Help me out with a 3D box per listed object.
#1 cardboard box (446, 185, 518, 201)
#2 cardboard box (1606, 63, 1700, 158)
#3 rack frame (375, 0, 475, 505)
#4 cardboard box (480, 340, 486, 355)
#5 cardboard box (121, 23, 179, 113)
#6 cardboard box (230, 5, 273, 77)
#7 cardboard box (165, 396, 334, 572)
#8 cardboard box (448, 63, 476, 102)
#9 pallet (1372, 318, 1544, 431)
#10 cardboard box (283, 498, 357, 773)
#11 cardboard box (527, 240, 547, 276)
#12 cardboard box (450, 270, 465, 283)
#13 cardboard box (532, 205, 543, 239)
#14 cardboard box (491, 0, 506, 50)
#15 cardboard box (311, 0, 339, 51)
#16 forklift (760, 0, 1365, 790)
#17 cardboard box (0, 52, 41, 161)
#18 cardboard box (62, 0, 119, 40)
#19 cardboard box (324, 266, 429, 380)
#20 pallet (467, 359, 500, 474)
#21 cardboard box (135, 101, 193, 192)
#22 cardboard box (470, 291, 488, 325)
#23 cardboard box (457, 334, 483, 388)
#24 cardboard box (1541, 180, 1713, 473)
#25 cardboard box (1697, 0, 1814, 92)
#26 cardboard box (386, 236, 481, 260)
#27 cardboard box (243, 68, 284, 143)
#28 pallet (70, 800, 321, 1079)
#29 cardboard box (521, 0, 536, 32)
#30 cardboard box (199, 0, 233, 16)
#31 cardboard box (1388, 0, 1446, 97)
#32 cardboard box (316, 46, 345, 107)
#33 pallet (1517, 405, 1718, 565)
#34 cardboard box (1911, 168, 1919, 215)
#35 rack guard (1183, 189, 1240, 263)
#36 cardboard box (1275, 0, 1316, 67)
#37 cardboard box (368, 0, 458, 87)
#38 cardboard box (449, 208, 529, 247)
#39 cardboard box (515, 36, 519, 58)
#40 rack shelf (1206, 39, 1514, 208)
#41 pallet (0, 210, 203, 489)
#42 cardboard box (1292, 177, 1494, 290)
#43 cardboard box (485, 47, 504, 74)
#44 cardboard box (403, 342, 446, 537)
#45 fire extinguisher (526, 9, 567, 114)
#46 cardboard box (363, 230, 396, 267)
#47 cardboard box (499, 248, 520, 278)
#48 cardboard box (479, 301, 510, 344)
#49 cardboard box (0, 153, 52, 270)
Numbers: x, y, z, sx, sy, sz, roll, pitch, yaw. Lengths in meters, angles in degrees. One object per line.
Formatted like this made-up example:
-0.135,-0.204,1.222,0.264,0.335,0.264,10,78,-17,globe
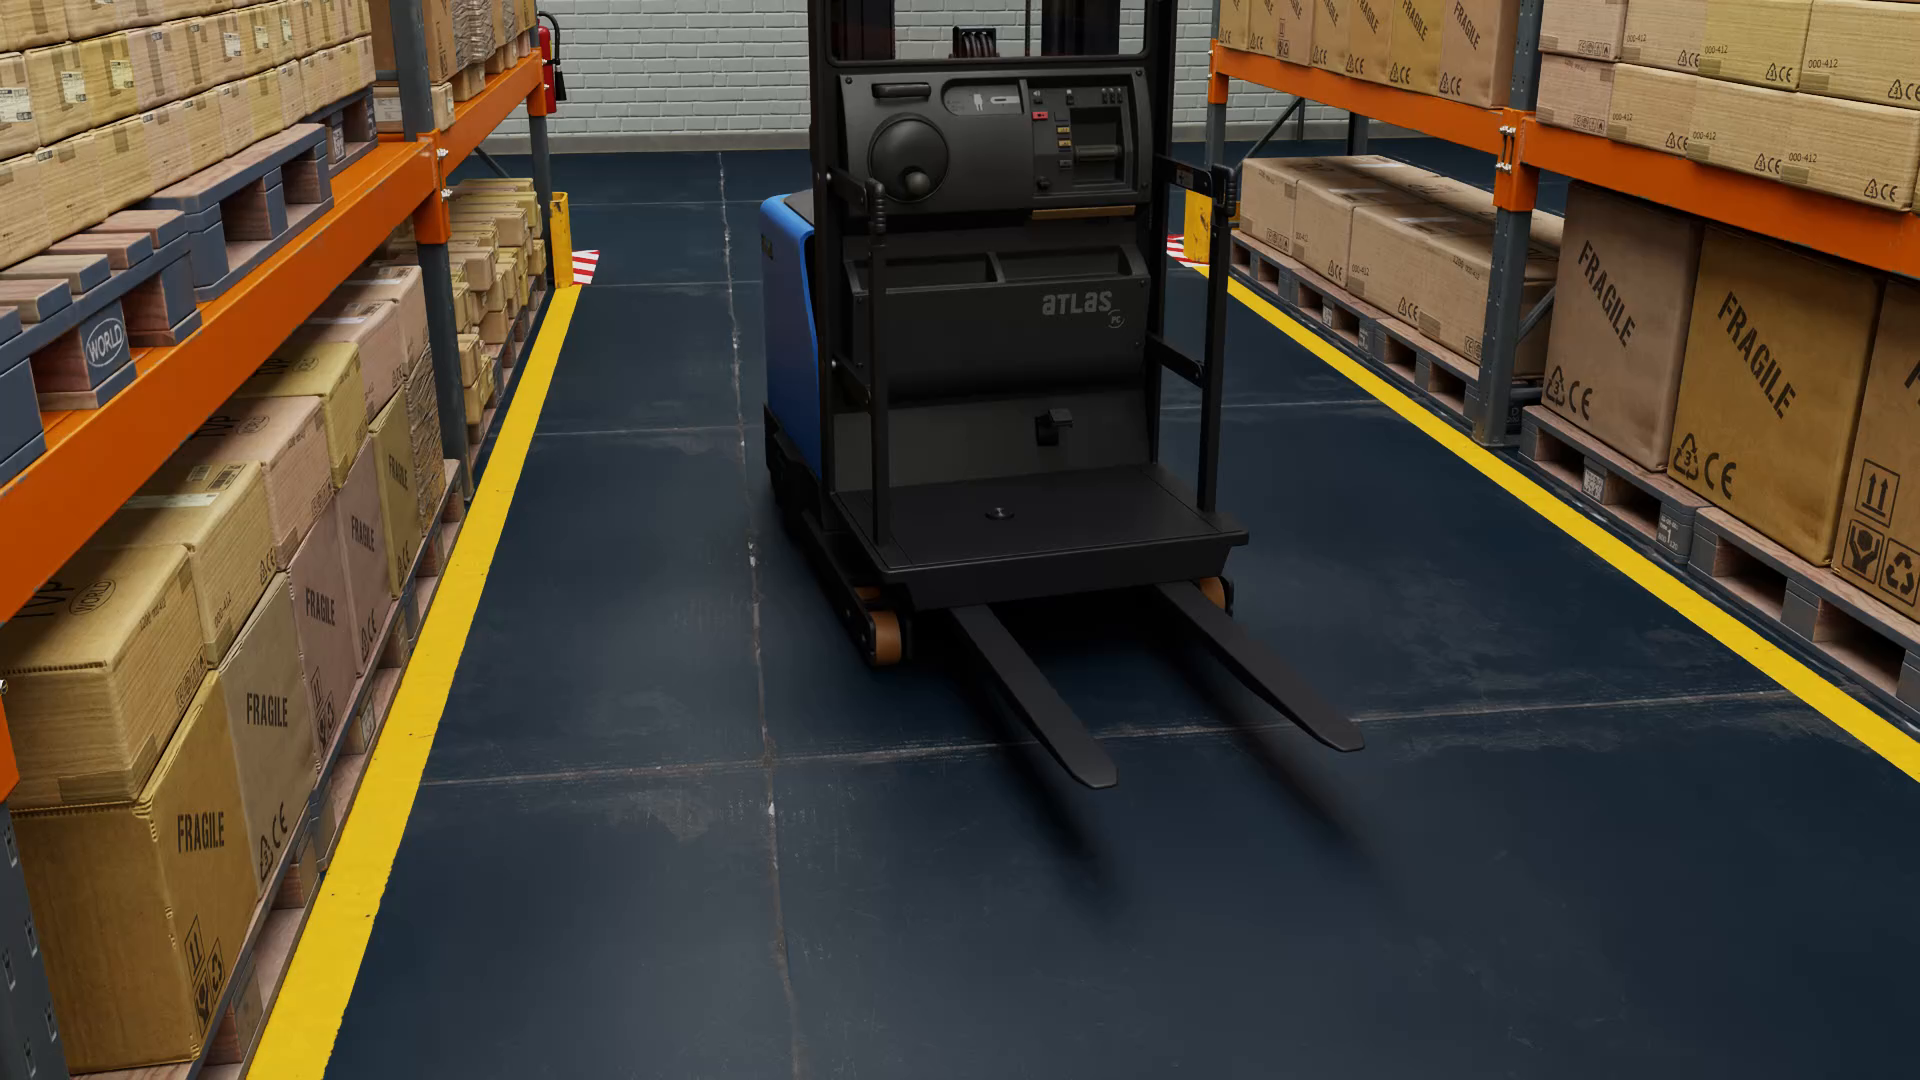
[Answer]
-2.560,-1.796,8.863,0.380,0.149,0.250,-3,21,-7,cardboard box
2.473,-1.402,5.396,0.500,0.250,0.500,-3,21,-9,cardboard box
-2.289,-1.532,5.531,1.000,3.000,0.127,-3,21,-8,rack frame
-2.150,-0.711,6.807,0.380,0.149,0.250,-3,21,-8,cardboard box
-1.738,-0.903,3.179,0.380,0.149,0.250,-3,21,-8,cardboard box
-1.843,-1.166,3.885,0.380,0.149,0.250,-3,21,-8,cardboard box
-1.704,-0.123,3.658,0.500,0.250,0.500,-3,21,-7,cardboard box
-2.213,-1.889,6.846,0.380,0.149,0.250,-3,21,-7,cardboard box
2.562,-0.778,7.496,1.003,0.211,1.213,-3,21,-8,pallet
-1.717,0.218,3.817,0.500,0.500,0.500,-3,21,-9,cardboard box
-2.446,-1.522,8.980,0.380,0.149,0.250,-2,21,-6,cardboard box
-2.200,-0.985,6.690,0.380,0.149,0.250,-3,21,-9,cardboard box
-2.508,-1.749,9.161,0.380,0.149,0.250,-3,21,-9,cardboard box
-2.333,-2.434,7.377,0.500,0.500,0.500,-2,21,-5,cardboard box
-1.965,-1.445,4.632,0.380,0.149,0.250,-2,21,-5,cardboard box
0.177,-1.164,4.644,1.130,2.935,3.031,-6,21,-15,forklift
-1.625,-0.637,2.467,0.380,0.149,0.250,-2,21,-5,cardboard box
-1.698,-0.944,2.866,0.380,0.149,0.250,-4,21,-10,cardboard box
-1.932,-0.664,5.107,0.500,0.250,0.500,-3,21,-9,cardboard box
-2.421,-0.456,6.636,1.003,0.211,1.213,-3,21,-8,pallet
-1.737,-0.763,3.230,0.380,0.149,0.250,-2,21,-6,cardboard box
-2.274,-1.030,7.235,0.380,0.149,0.250,-2,21,-5,cardboard box
-2.025,-0.674,6.283,0.380,0.149,0.250,-2,21,-5,cardboard box
2.763,-0.807,6.027,0.875,0.875,0.875,-2,21,-6,cardboard box
2.528,-1.459,4.835,0.500,0.250,0.500,-3,21,-7,cardboard box
-2.337,-1.257,7.417,0.380,0.149,0.250,-4,21,-10,cardboard box
-1.845,-1.033,3.953,0.380,0.149,0.250,-2,21,-5,cardboard box
-1.824,0.889,3.035,1.003,0.211,1.213,-3,21,-8,pallet
-2.547,-2.960,8.787,0.500,0.500,0.500,-2,21,-7,cardboard box
-1.811,-1.216,3.594,0.380,0.149,0.250,-3,21,-9,cardboard box
2.195,-2.189,7.147,0.500,0.500,0.500,-3,21,-9,cardboard box
-1.964,-1.307,4.688,0.380,0.149,0.250,-3,21,-8,cardboard box
2.780,-0.247,6.076,1.003,0.211,1.213,-3,21,-8,pallet
2.695,-0.875,3.985,0.500,0.250,0.500,-3,21,-8,cardboard box
2.014,-2.039,10.460,1.175,0.500,0.348,-3,21,-8,rack guard
1.959,-2.717,8.561,0.500,0.500,0.500,-3,21,-8,cardboard box
-2.111,-1.902,5.954,0.500,0.500,0.500,-3,21,-9,cardboard box
-2.328,-1.530,8.150,0.380,0.149,0.250,-2,21,-6,cardboard box
-2.541,-2.613,8.783,0.380,0.149,0.250,-3,21,-8,cardboard box
2.306,-2.172,8.273,1.077,0.370,4.000,-3,21,-8,rack shelf
-1.921,-0.299,2.502,1.213,0.211,1.003,-3,21,-8,pallet
2.352,-1.658,8.930,0.875,0.438,0.875,-2,21,-6,cardboard box
-2.421,-2.347,8.071,0.380,0.149,0.250,-4,21,-10,cardboard box
-1.933,-0.314,5.242,0.500,0.500,0.500,-3,21,-9,cardboard box
-2.446,-2.816,9.613,0.296,0.674,0.183,-3,21,-8,fire extinguisher
-2.786,-1.321,7.591,0.380,0.149,0.250,-3,21,-8,cardboard box
-2.325,-1.301,7.961,0.380,0.149,0.250,-2,21,-5,cardboard box
-2.251,-0.983,7.534,0.380,0.149,0.250,-3,21,-9,cardboard box
-1.616,-0.484,2.484,0.380,0.149,0.250,-2,21,-5,cardboard box
